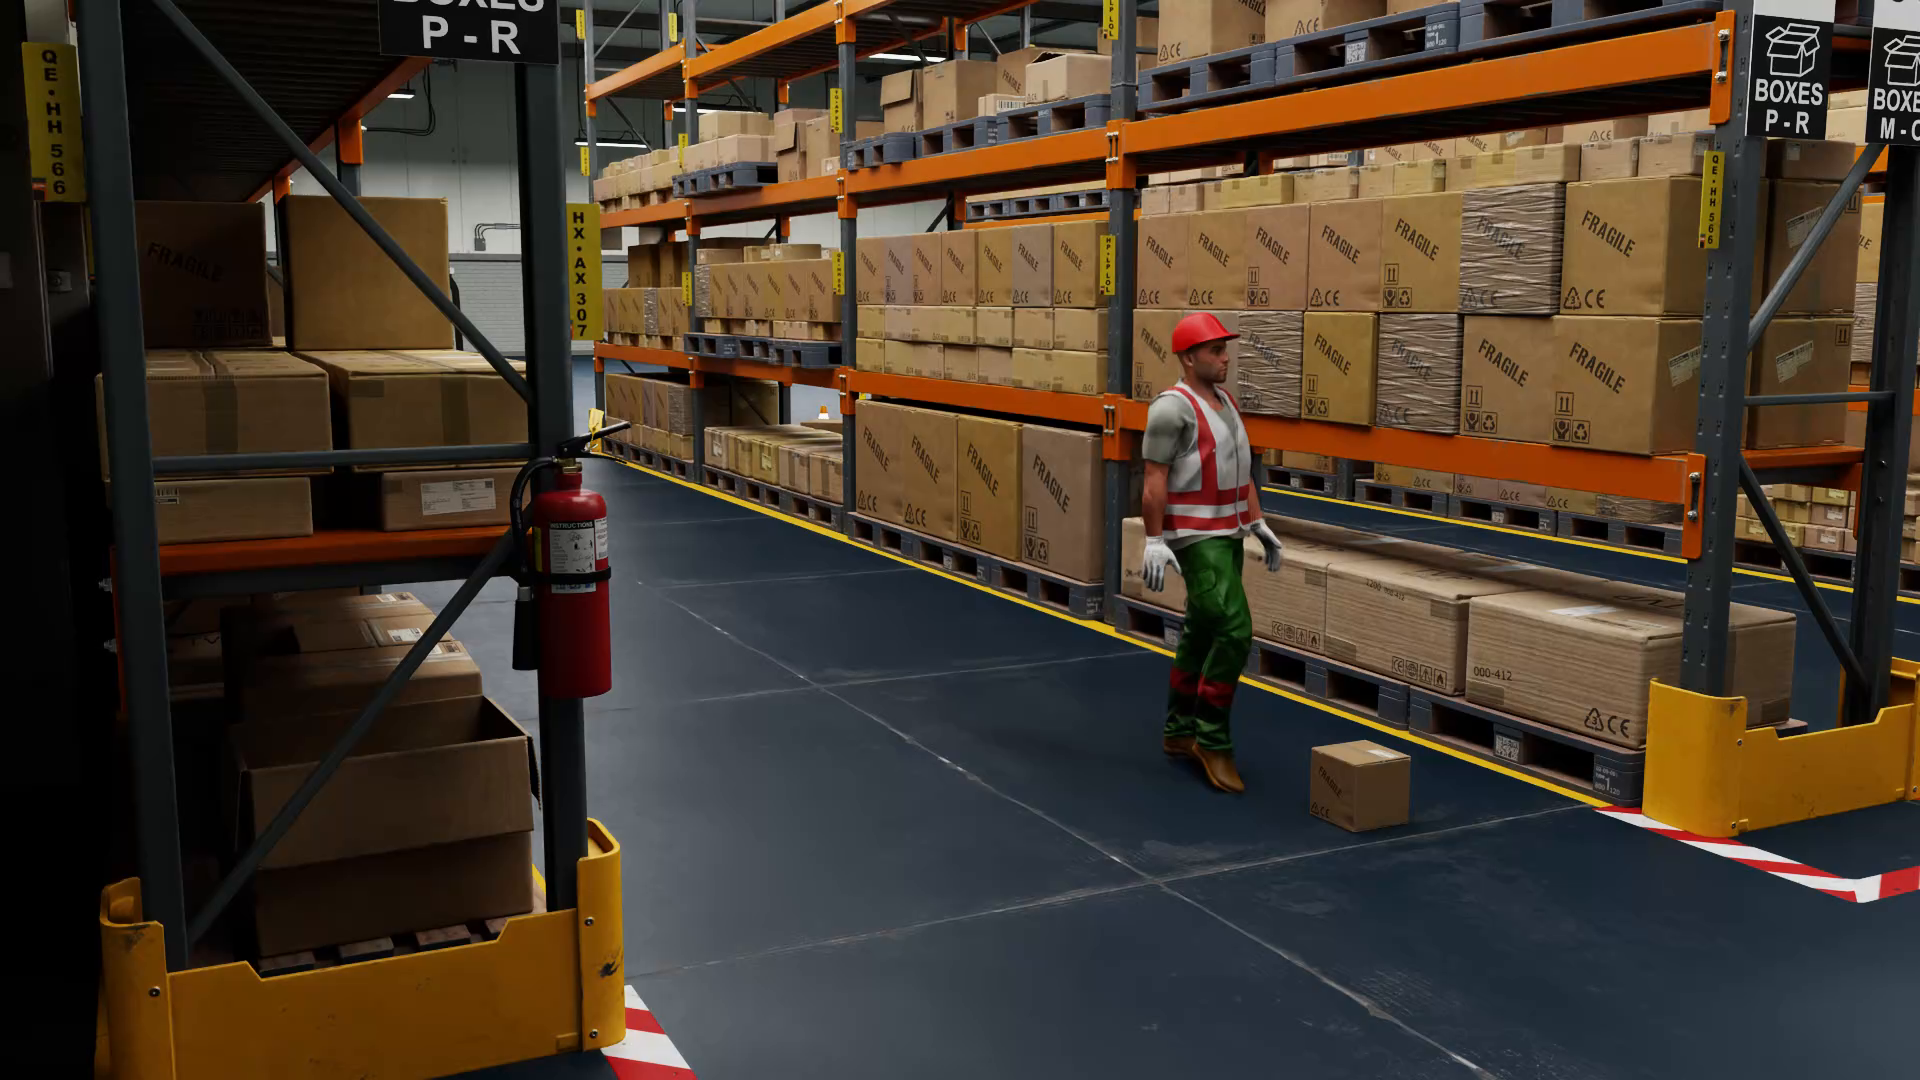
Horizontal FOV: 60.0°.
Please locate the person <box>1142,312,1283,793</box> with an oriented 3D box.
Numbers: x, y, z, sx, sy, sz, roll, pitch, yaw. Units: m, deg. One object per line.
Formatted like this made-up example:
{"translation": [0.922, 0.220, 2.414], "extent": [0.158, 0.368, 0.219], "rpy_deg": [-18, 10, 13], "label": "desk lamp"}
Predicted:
{"translation": [1.003, 0.036, 6.504], "extent": [0.472, 1.835, 0.547], "rpy_deg": [6, 10, 36], "label": "person"}
